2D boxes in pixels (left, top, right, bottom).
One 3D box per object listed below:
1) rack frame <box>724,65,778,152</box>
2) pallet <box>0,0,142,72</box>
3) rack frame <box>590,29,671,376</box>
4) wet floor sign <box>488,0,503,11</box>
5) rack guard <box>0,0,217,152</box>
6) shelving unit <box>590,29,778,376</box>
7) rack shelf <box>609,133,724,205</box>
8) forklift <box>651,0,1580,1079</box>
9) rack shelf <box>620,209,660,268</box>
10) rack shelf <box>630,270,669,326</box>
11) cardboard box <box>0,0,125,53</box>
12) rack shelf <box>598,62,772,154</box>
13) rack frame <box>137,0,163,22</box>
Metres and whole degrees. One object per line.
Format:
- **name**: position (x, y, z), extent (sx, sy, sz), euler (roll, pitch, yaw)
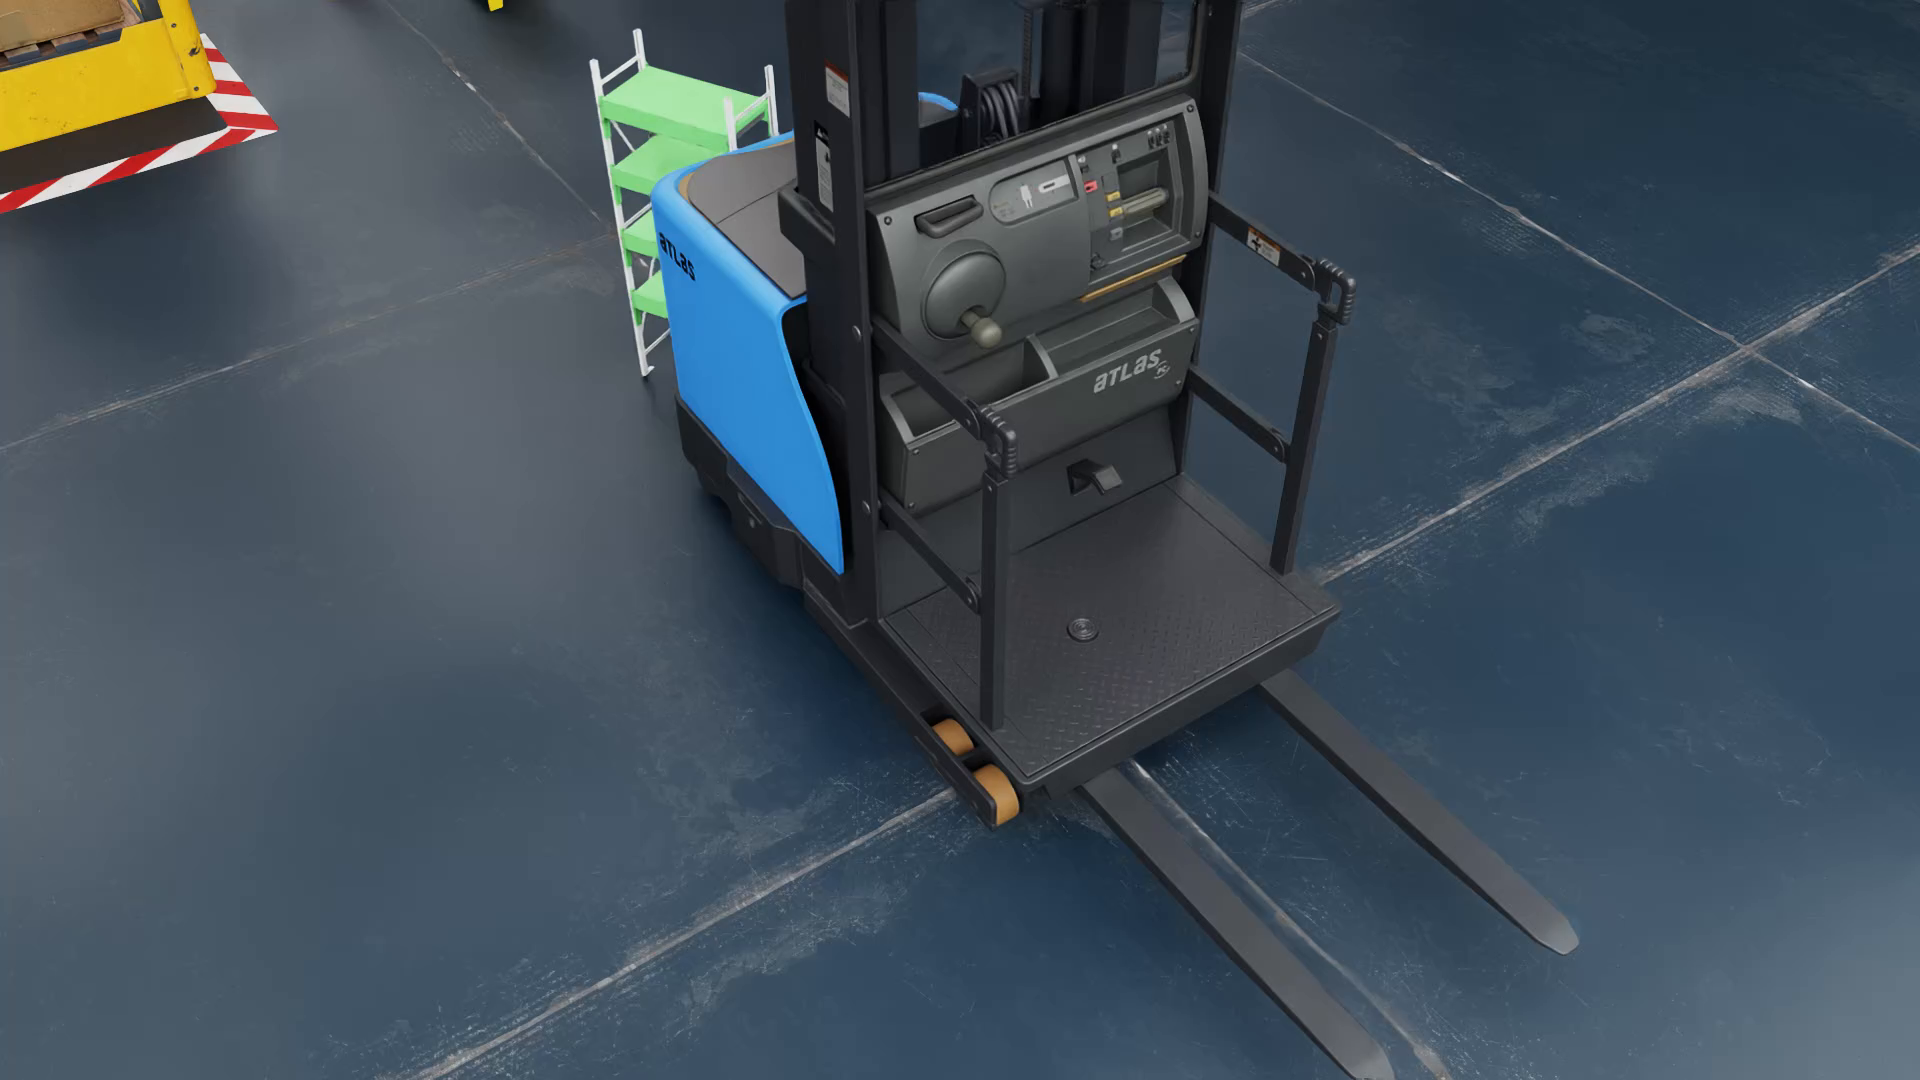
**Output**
- **rack frame**: position (-0.628, -0.924, 5.349), extent (0.015, 1.200, 0.240), euler (21, 47, 20)
- **pallet**: position (-4.366, -2.354, 7.563), extent (1.003, 0.211, 1.213), euler (-26, 49, -24)
- **rack frame**: position (-1.057, -1.085, 5.517), extent (0.015, 1.200, 0.240), euler (21, 47, 20)
- **wet floor sign**: position (-2.204, -2.855, 7.774), extent (0.267, 0.644, 0.232), euler (-35, 53, -31)
- **rack guard**: position (-3.831, -2.023, 7.007), extent (1.175, 0.500, 0.348), euler (-26, 49, -24)
- **shelving unit**: position (-0.843, -1.004, 5.433), extent (0.503, 1.200, 0.258), euler (21, 47, 20)
- **rack shelf**: position (-0.843, -1.132, 5.311), extent (0.480, 0.148, 0.258), euler (21, 47, 20)
- **forklift**: position (0.337, -0.677, 3.837), extent (1.130, 2.935, 3.031), euler (-25, 49, -24)
- **rack shelf**: position (-0.843, -0.958, 5.477), extent (0.480, 0.148, 0.258), euler (21, 47, 20)
- **rack shelf**: position (-0.843, -0.784, 5.643), extent (0.480, 0.148, 0.258), euler (21, 47, 20)
- **cardboard box**: position (-4.287, -2.682, 7.122), extent (0.875, 0.875, 0.875), euler (-25, 49, -24)
- **rack shelf**: position (-0.843, -1.305, 5.146), extent (0.480, 0.148, 0.258), euler (21, 47, 20)
- **rack frame**: position (-3.845, -2.941, 6.158), extent (1.000, 3.000, 0.127), euler (-26, 49, -24)
